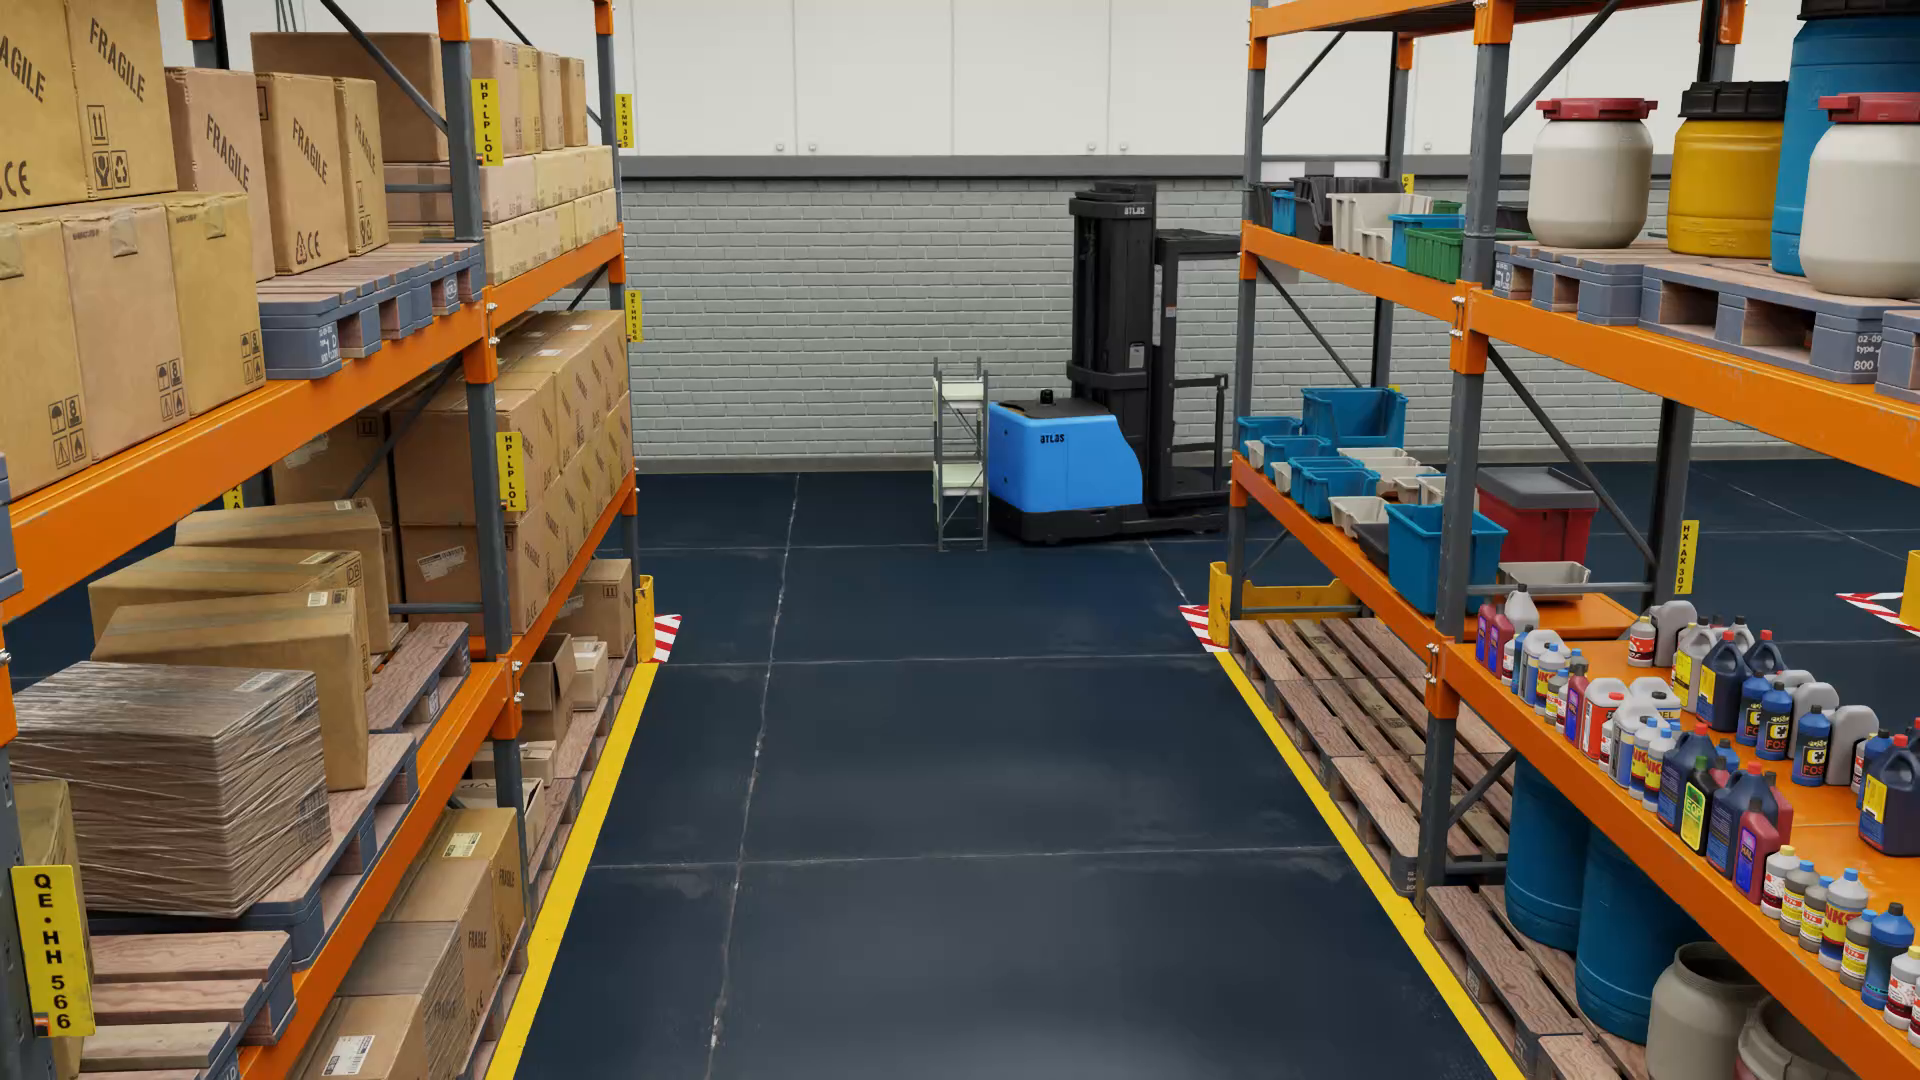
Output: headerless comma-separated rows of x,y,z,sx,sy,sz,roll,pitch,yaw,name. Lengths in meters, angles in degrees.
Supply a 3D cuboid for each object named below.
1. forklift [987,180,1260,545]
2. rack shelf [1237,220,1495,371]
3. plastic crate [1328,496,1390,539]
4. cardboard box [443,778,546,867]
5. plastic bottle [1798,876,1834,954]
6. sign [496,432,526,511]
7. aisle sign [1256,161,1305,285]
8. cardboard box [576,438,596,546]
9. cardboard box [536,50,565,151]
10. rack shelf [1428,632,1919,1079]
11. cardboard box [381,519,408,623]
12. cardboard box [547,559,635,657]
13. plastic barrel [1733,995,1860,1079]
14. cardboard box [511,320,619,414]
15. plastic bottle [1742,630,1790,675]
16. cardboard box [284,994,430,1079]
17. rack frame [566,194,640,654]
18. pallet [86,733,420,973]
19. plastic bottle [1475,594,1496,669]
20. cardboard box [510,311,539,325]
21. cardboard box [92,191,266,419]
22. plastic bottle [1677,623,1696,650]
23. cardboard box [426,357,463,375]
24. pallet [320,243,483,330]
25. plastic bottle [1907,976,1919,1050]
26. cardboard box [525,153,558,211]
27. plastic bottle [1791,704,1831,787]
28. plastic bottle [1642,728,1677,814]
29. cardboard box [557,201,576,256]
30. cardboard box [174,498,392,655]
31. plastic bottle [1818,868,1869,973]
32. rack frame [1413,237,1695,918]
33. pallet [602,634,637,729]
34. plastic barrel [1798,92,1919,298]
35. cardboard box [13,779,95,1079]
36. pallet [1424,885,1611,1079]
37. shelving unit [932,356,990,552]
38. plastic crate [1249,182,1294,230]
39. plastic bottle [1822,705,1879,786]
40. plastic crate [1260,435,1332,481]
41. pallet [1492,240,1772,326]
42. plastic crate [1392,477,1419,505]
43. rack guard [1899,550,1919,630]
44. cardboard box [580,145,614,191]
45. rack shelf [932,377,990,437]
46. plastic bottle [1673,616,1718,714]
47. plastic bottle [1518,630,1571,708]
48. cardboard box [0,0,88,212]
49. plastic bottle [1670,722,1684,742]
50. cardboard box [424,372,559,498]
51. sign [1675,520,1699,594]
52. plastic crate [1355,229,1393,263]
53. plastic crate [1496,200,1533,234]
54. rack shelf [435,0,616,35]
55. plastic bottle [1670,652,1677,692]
1.776,-1.586,14.308,3.031,2.935,1.130,-5,15,-20,forklift
2.442,-1.384,8.811,1.077,0.370,4.000,-1,14,-3,rack shelf
2.158,-0.112,8.853,0.293,0.136,0.466,-1,14,-3,plastic crate
-2.188,1.274,7.567,0.500,0.311,0.500,-1,14,-3,cardboard box
2.329,1.007,4.492,0.097,0.201,0.097,0,14,0,plastic bottle
-1.825,-0.277,6.761,0.100,0.325,0.005,-1,14,-3,sign
2.017,-2.050,10.756,0.394,0.787,0.004,-1,14,-3,aisle sign
-2.235,-0.265,8.835,0.500,0.500,0.500,-1,14,-4,cardboard box
-2.494,-2.311,8.763,0.700,0.500,0.500,-1,14,-3,cardboard box
2.690,1.063,5.318,1.077,0.370,4.000,-1,14,-3,rack shelf
-2.665,0.124,7.324,0.500,0.500,0.500,-1,14,-3,cardboard box
-2.347,0.427,10.481,0.500,0.500,0.500,-1,14,-3,cardboard box
2.696,1.774,5.107,0.600,0.588,0.708,-1,14,-3,plastic barrel
-2.292,-1.003,9.696,0.500,0.500,0.500,0,14,-2,cardboard box
2.961,0.511,6.121,0.144,0.351,0.185,-1,14,-3,plastic bottle
-1.975,1.783,5.211,0.500,0.500,0.500,-1,14,-5,cardboard box
-2.626,-0.702,10.735,1.000,3.000,0.127,-1,14,-3,rack frame
-2.256,0.897,4.905,1.003,0.211,1.213,-1,14,-3,pallet
2.163,0.372,6.797,0.061,0.283,0.133,-1,14,-3,plastic bottle
-2.862,-1.120,10.153,0.500,0.500,0.500,0,14,-2,cardboard box
-2.255,-0.578,4.031,0.910,0.500,0.500,-1,14,-3,cardboard box
2.947,0.435,6.715,0.097,0.201,0.097,0,14,0,plastic bottle
-2.734,-0.614,8.187,0.500,0.500,0.500,-1,14,-3,cardboard box
-2.408,-0.906,5.884,1.213,0.211,1.003,-1,14,-3,pallet
2.360,1.128,4.021,0.097,0.201,0.097,0,14,0,plastic bottle
-2.213,-1.703,7.903,0.500,0.250,0.500,-1,14,-3,cardboard box
2.866,0.687,5.596,0.097,0.271,0.097,0,14,0,plastic bottle
2.272,0.742,5.381,0.097,0.271,0.097,0,14,0,plastic bottle
-2.252,-1.585,8.448,0.500,0.250,0.500,-1,14,-3,cardboard box
-2.572,0.162,6.332,0.700,0.500,0.500,-6,16,-22,cardboard box
2.335,0.997,4.389,0.097,0.271,0.097,0,14,0,plastic bottle
2.566,0.217,7.162,1.000,3.000,0.127,-1,14,-3,rack frame
-2.571,0.866,10.238,1.003,0.211,1.213,-1,14,-3,pallet
2.553,-0.948,4.557,0.433,0.535,0.433,0,14,0,plastic barrel
-2.282,0.881,3.539,0.700,0.500,0.500,-6,16,-22,cardboard box
2.572,1.760,6.761,1.003,0.211,1.213,-1,14,-3,pallet
0.000,-0.725,13.833,0.431,1.500,0.755,-1,14,-3,shelving unit
2.064,-2.067,10.282,0.497,0.269,0.590,-1,14,-3,plastic crate
2.989,0.678,5.621,0.152,0.276,0.135,-1,14,-3,plastic bottle
2.045,-0.495,10.147,0.416,0.233,0.300,-1,14,-3,plastic crate
2.712,-0.950,6.060,1.213,0.211,1.003,-1,14,-3,pallet
2.631,-0.264,9.443,0.298,0.136,0.250,-1,14,-3,plastic crate
7.260,0.351,11.660,1.175,0.500,0.348,-1,14,-3,rack guard
-2.340,-2.200,9.836,0.500,0.250,0.500,-1,14,-3,cardboard box
0.000,-1.103,13.736,0.431,0.370,0.720,-1,14,-3,rack shelf
2.805,0.467,6.291,0.144,0.351,0.185,-1,14,-3,plastic bottle
2.237,0.489,6.354,0.152,0.276,0.135,-1,14,-3,plastic bottle
-2.183,-0.933,3.406,0.500,0.500,0.500,-1,14,-3,cardboard box
2.409,0.716,5.623,0.097,0.201,0.097,0,14,0,plastic bottle
-2.159,-0.490,7.702,0.500,0.500,0.500,-1,14,-5,cardboard box
3.115,0.075,7.159,0.100,0.325,0.005,-1,14,-3,sign
2.107,-1.418,8.028,0.293,0.136,0.466,-1,14,-3,plastic crate
2.762,-1.485,8.022,0.497,0.269,0.590,-1,14,-3,plastic crate
-2.502,-2.760,8.144,1.077,0.370,4.000,-1,14,-3,rack shelf
2.812,0.504,6.447,0.097,0.201,0.097,0,14,0,plastic bottle
